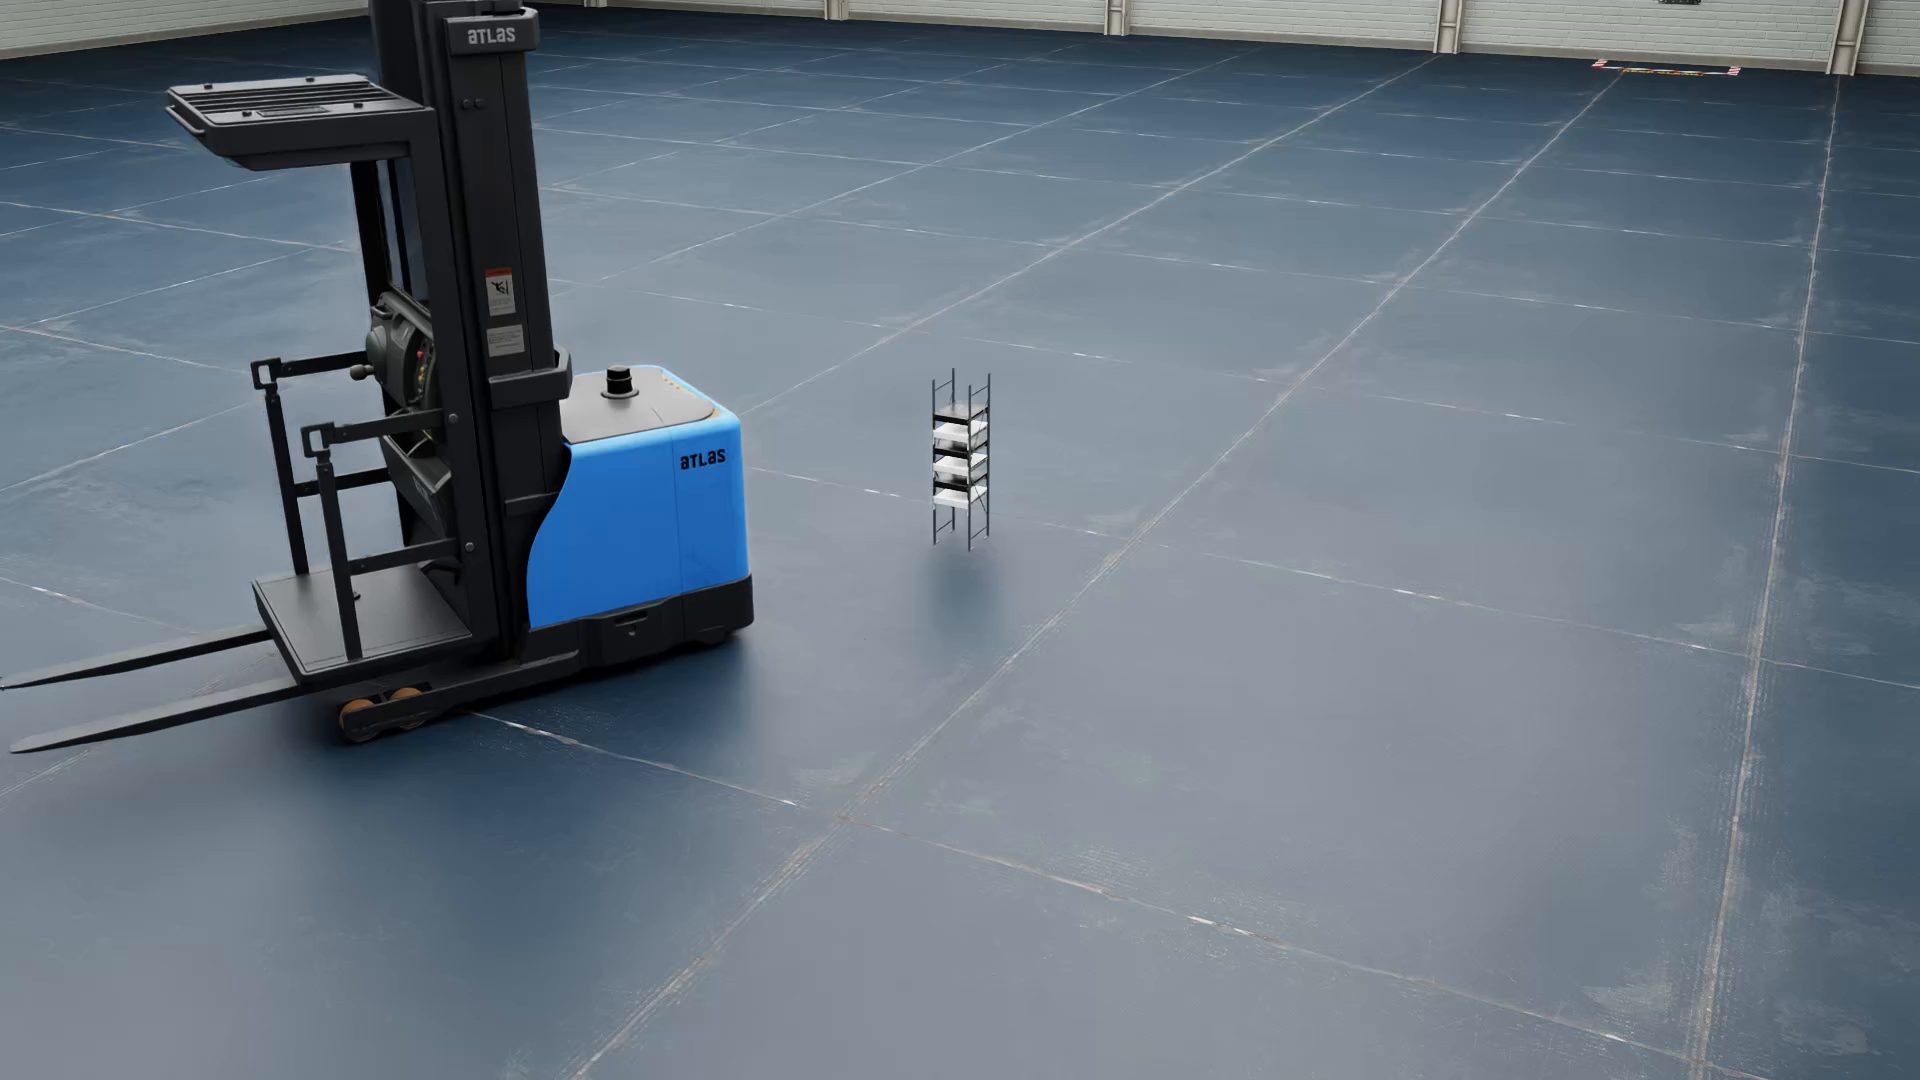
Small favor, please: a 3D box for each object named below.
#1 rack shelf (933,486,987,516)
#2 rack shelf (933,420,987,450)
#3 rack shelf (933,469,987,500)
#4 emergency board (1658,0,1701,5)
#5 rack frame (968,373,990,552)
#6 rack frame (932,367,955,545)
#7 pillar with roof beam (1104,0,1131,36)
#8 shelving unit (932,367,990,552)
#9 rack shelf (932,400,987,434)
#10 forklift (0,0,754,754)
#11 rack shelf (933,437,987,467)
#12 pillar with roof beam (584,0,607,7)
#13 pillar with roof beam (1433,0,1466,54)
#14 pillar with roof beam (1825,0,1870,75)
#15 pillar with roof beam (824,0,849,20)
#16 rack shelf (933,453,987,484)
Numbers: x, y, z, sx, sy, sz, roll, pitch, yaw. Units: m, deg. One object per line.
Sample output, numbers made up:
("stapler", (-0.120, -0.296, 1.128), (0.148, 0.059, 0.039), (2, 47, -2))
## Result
("rack shelf", (0.007, -0.216, 8.654), (0.200, 0.077, 0.258), (11, 25, 25))
("rack shelf", (0.007, -0.548, 8.513), (0.200, 0.077, 0.258), (11, 25, 25))
("rack shelf", (0.007, -0.299, 8.619), (0.200, 0.077, 0.258), (11, 25, 25))
("emergency board", (11.421, -9.053, 26.205), (0.626, 1.169, 0.157), (11, 25, 25))
("rack frame", (0.098, -0.395, 8.528), (0.006, 0.900, 0.240), (11, 25, 25))
("rack frame", (-0.083, -0.431, 8.613), (0.006, 0.900, 0.240), (11, 25, 25))
("pillar with roof beam", (0.957, -11.972, 25.402), (0.400, 9.000, 9.100), (11, 25, 25))
("shelving unit", (0.007, -0.413, 8.571), (0.210, 0.900, 0.258), (11, 25, 25))
("rack shelf", (0.007, -0.630, 8.478), (0.200, 0.077, 0.258), (11, 25, 25))
("forklift", (-2.477, -0.761, 6.794), (3.031, 2.935, 1.130), (-14, 27, -29))
("rack shelf", (0.007, -0.465, 8.548), (0.200, 0.077, 0.258), (11, 25, 25))
("pillar with roof beam", (-9.752, -14.090, 30.384), (0.400, 9.000, 9.100), (11, 25, 25))
("pillar with roof beam", (6.312, -10.912, 22.910), (0.400, 9.000, 9.100), (11, 25, 25))
("pillar with roof beam", (11.666, -9.853, 20.419), (0.400, 9.000, 9.100), (11, 25, 25))
("pillar with roof beam", (-4.398, -13.031, 27.893), (0.400, 9.000, 9.100), (11, 25, 25))
("rack shelf", (0.007, -0.382, 8.584), (0.200, 0.077, 0.258), (11, 25, 25))
